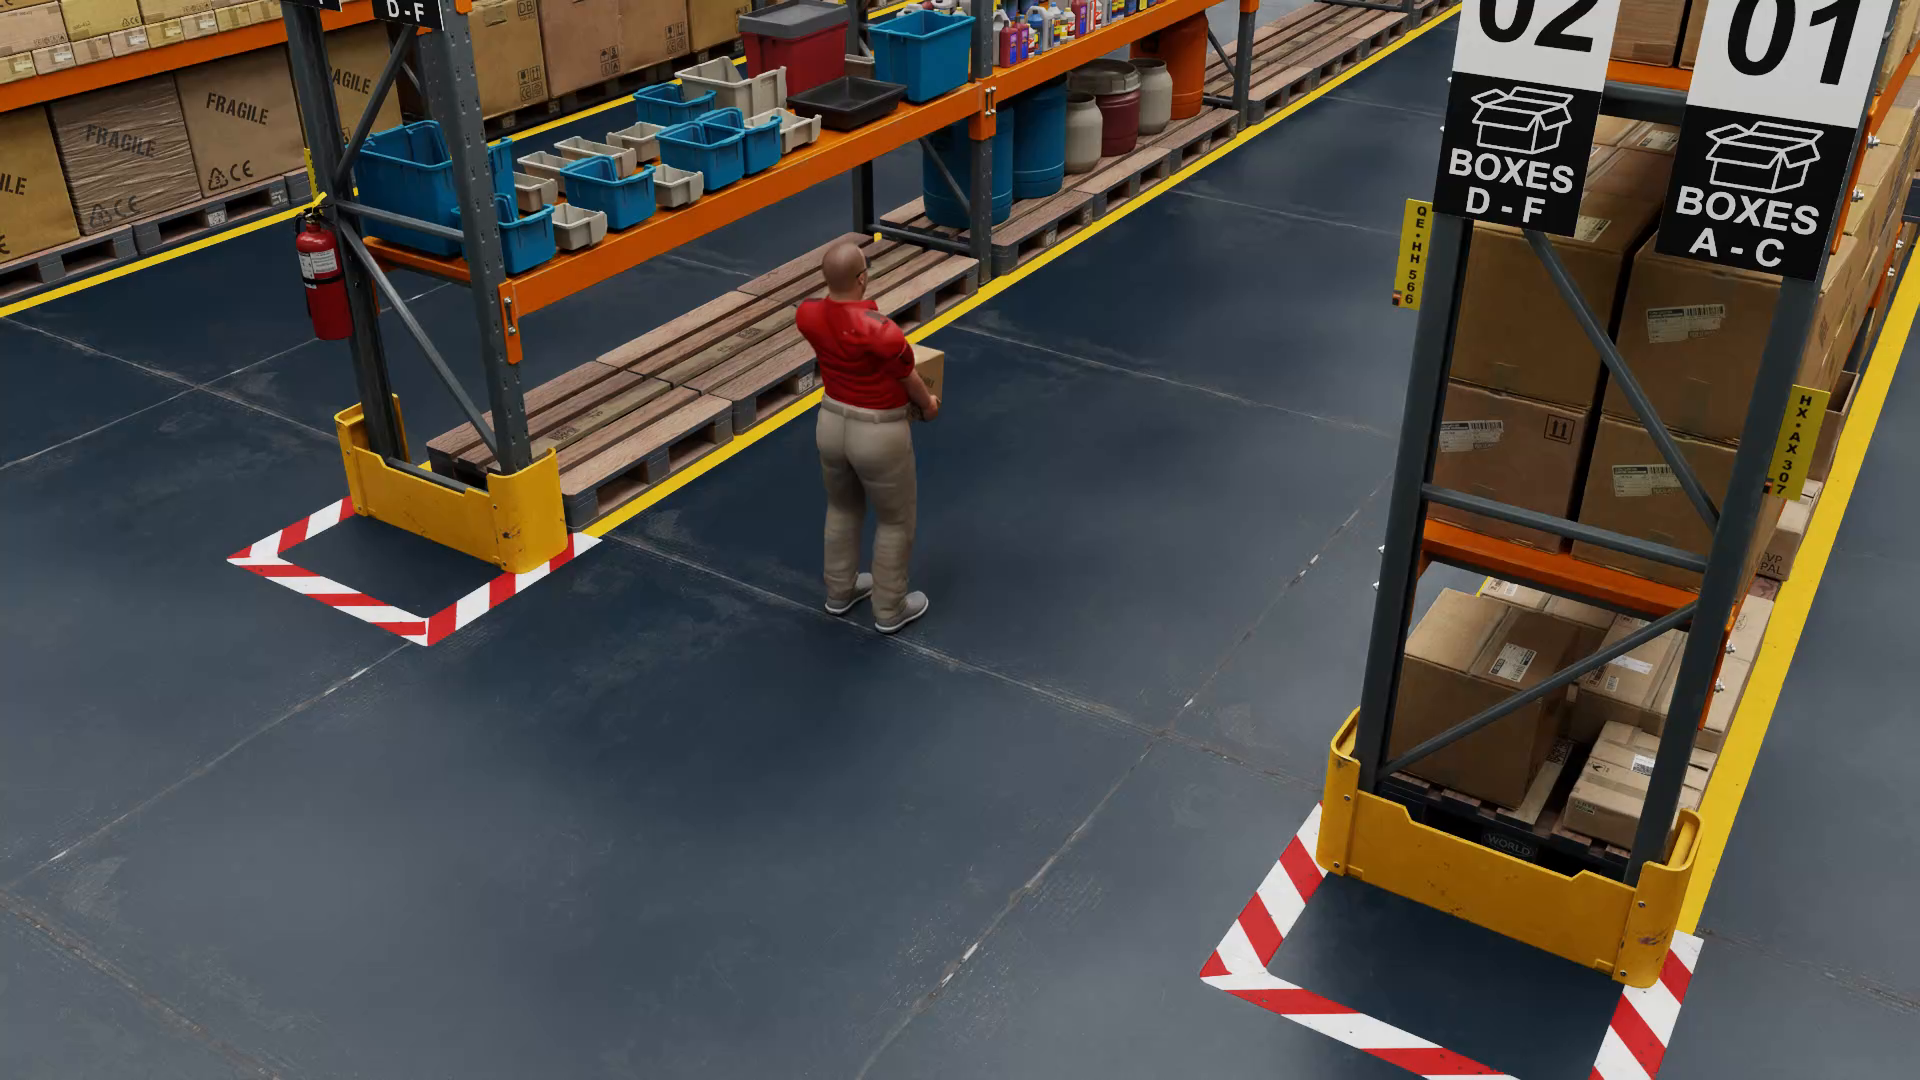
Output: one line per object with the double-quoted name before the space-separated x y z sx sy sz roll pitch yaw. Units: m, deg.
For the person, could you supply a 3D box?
"person" -0.354 -0.434 6.978 0.494 1.639 0.530 19 35 29
